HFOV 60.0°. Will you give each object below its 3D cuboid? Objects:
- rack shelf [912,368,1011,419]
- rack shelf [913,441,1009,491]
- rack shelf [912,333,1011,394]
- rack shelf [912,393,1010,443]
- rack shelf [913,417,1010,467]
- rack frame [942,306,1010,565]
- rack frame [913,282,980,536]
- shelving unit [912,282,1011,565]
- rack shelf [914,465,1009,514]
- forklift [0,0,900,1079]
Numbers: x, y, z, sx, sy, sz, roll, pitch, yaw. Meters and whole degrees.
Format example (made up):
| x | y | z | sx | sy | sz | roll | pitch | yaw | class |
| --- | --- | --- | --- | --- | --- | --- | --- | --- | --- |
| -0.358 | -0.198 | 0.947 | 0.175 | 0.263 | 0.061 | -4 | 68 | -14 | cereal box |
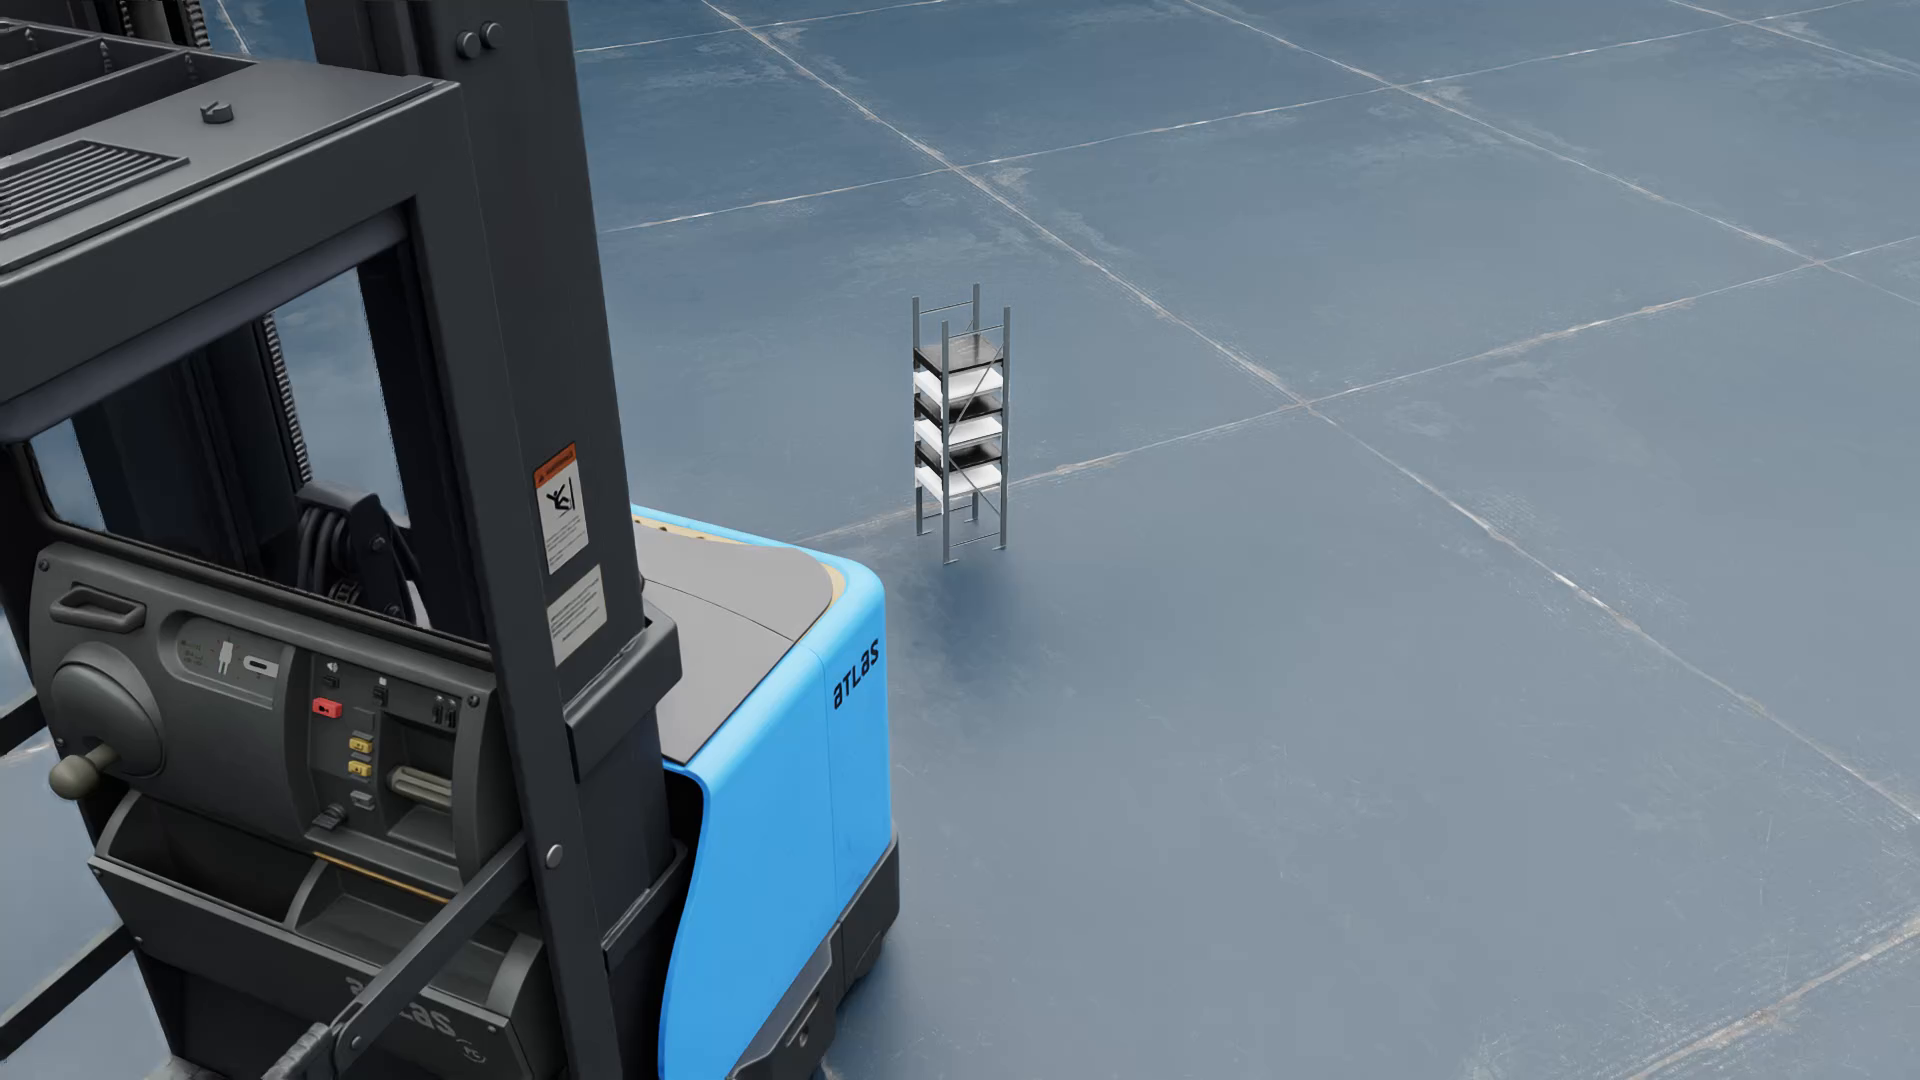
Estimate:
| x | y | z | sx | sy | sz | roll | pitch | yaw | class |
| --- | --- | --- | --- | --- | --- | --- | --- | --- | --- |
| 0.004 | -0.499 | 5.422 | 0.258 | 0.077 | 0.200 | -16 | 36 | -23 | rack shelf |
| 0.004 | -0.271 | 5.568 | 0.258 | 0.077 | 0.200 | -16 | 36 | -23 | rack shelf |
| 0.004 | -0.574 | 5.374 | 0.258 | 0.077 | 0.200 | -16 | 36 | -23 | rack shelf |
| 0.004 | -0.423 | 5.471 | 0.258 | 0.077 | 0.200 | -16 | 36 | -23 | rack shelf |
| 0.004 | -0.347 | 5.519 | 0.258 | 0.077 | 0.200 | -16 | 36 | -23 | rack shelf |
| 0.051 | -0.327 | 5.425 | 0.240 | 0.900 | 0.006 | -16 | 36 | -23 | rack frame |
| -0.044 | -0.424 | 5.577 | 0.240 | 0.900 | 0.006 | -16 | 36 | -23 | rack frame |
| 0.004 | -0.375 | 5.501 | 0.258 | 0.900 | 0.210 | -16 | 36 | -23 | shelving unit |
| 0.004 | -0.195 | 5.616 | 0.258 | 0.077 | 0.200 | -16 | 36 | -23 | rack shelf |
| -1.218 | 0.346 | 2.493 | 1.130 | 2.935 | 3.031 | 14 | 35 | 20 | forklift |
